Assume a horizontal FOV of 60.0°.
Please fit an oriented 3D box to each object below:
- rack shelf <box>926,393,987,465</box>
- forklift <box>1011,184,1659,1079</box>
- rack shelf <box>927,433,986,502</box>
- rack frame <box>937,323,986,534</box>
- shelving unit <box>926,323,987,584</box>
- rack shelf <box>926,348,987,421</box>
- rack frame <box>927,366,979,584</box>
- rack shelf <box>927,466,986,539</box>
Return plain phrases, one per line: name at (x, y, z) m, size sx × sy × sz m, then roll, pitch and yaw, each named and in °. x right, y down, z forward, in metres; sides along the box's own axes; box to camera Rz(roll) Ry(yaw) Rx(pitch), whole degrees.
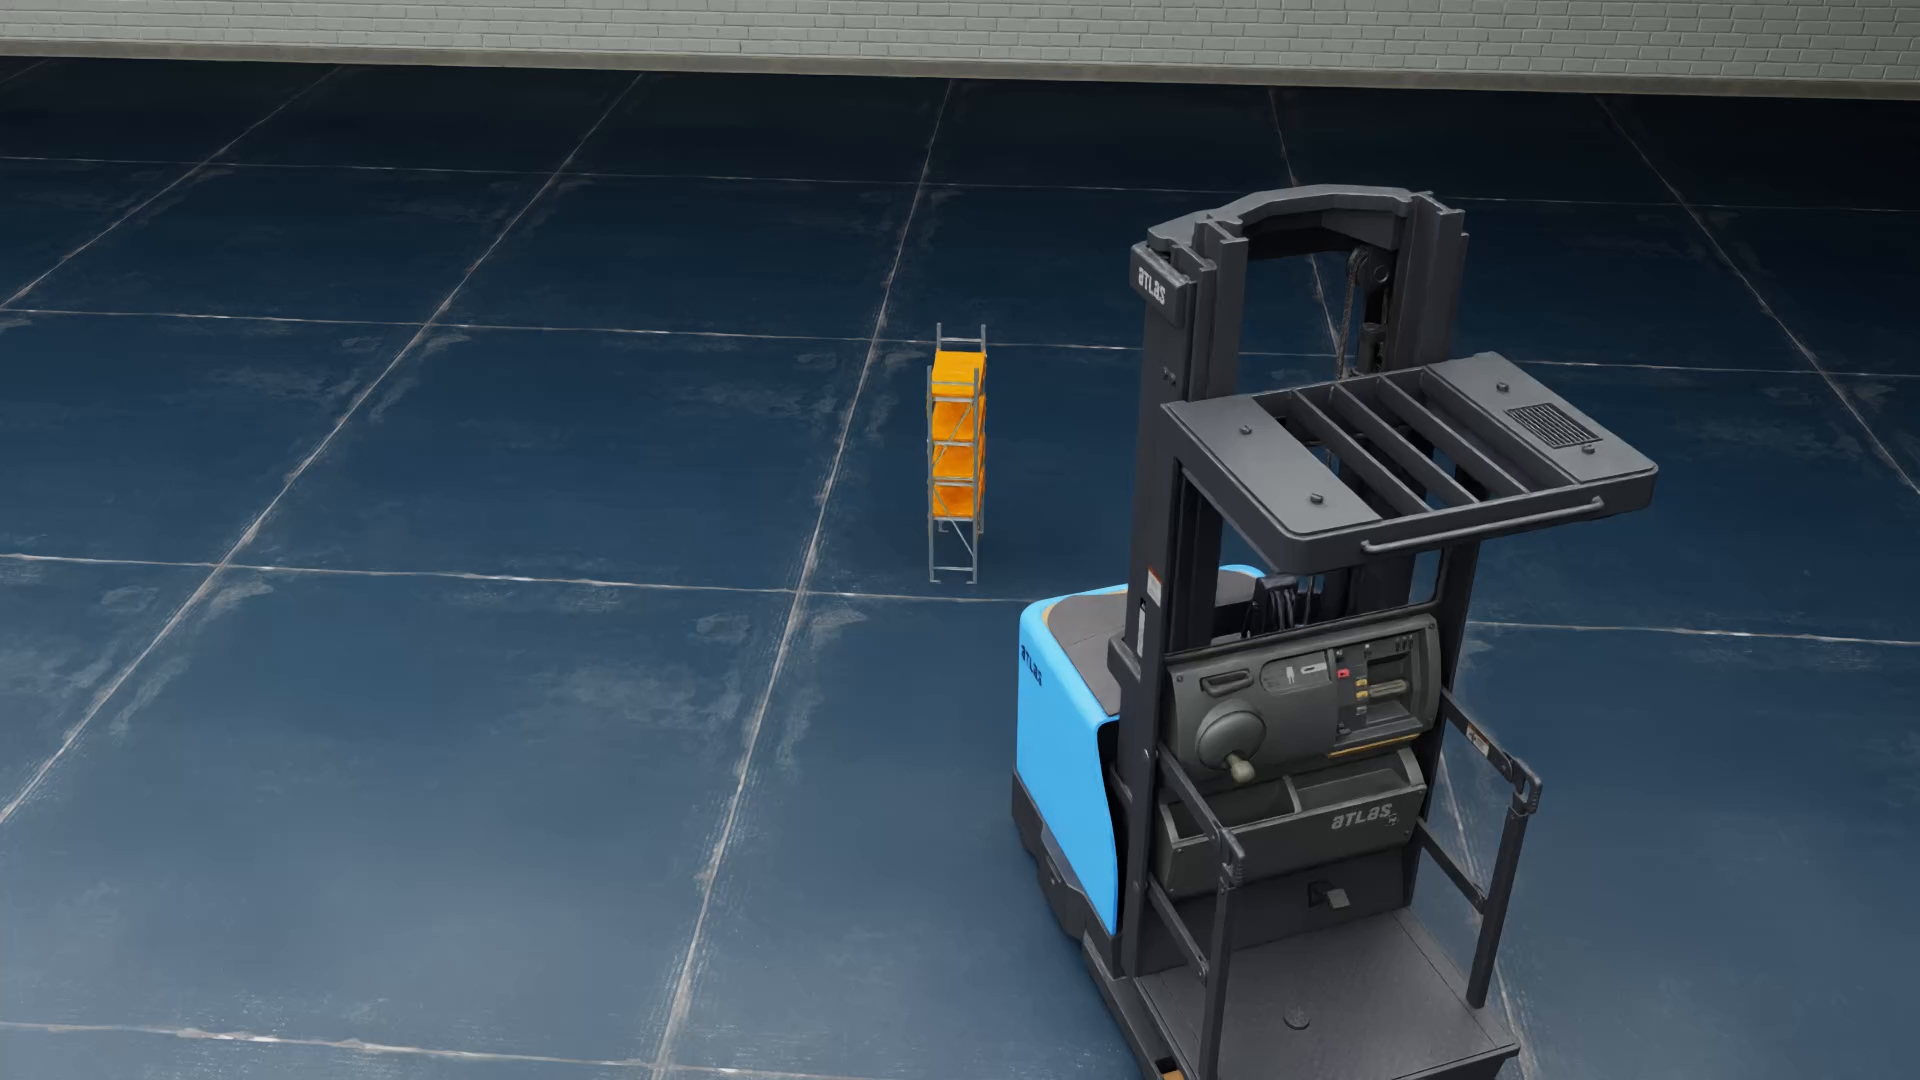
rack shelf at (-0.013, -0.557, 8.213) m, size 0.258 × 0.148 × 0.480 m, roll 2°, pitch 32°, yaw 4°
forklift at (1.165, 0.556, 5.054) m, size 1.130 × 2.935 × 3.031 m, roll -10°, pitch 33°, yaw -16°
rack shelf at (-0.013, -0.367, 8.330) m, size 0.258 × 0.148 × 0.480 m, roll 2°, pitch 32°, yaw 4°
rack frame at (0.006, -0.552, 8.502) m, size 0.240 × 1.200 × 0.015 m, roll 2°, pitch 32°, yaw 4°
shelving unit at (-0.013, -0.424, 8.295) m, size 0.258 × 1.200 × 0.503 m, roll 2°, pitch 32°, yaw 4°
rack shelf at (-0.013, -0.759, 8.089) m, size 0.258 × 0.148 × 0.480 m, roll 2°, pitch 32°, yaw 4°
rack frame at (-0.033, -0.297, 8.088) m, size 0.240 × 1.200 × 0.015 m, roll 2°, pitch 32°, yaw 4°
rack shelf at (-0.013, -0.198, 8.434) m, size 0.258 × 0.148 × 0.480 m, roll 2°, pitch 32°, yaw 4°
